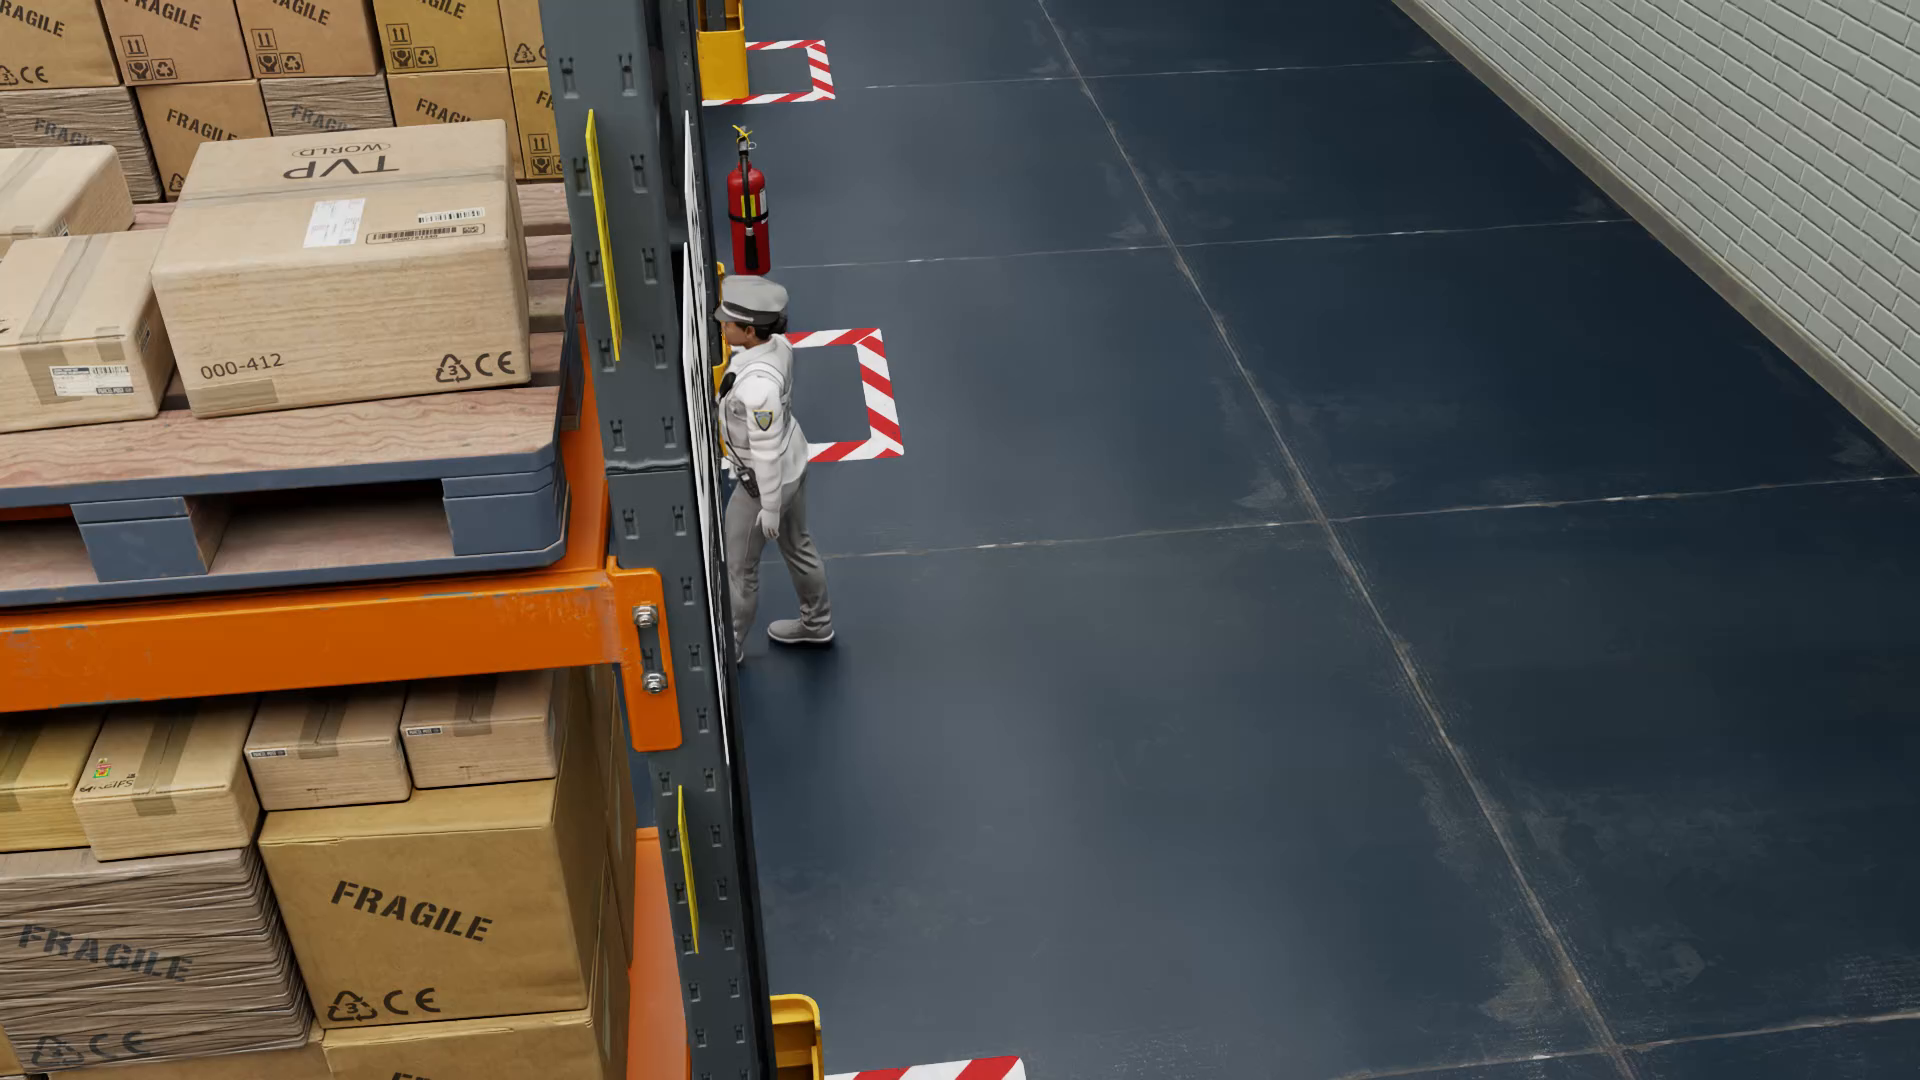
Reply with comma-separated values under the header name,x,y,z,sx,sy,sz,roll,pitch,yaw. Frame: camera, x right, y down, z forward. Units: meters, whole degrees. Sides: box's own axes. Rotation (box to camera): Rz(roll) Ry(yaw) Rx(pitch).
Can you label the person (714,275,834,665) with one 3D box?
name,x,y,z,sx,sy,sz,roll,pitch,yaw
person,-0.844,-0.260,6.487,0.631,1.672,0.497,4,35,6
